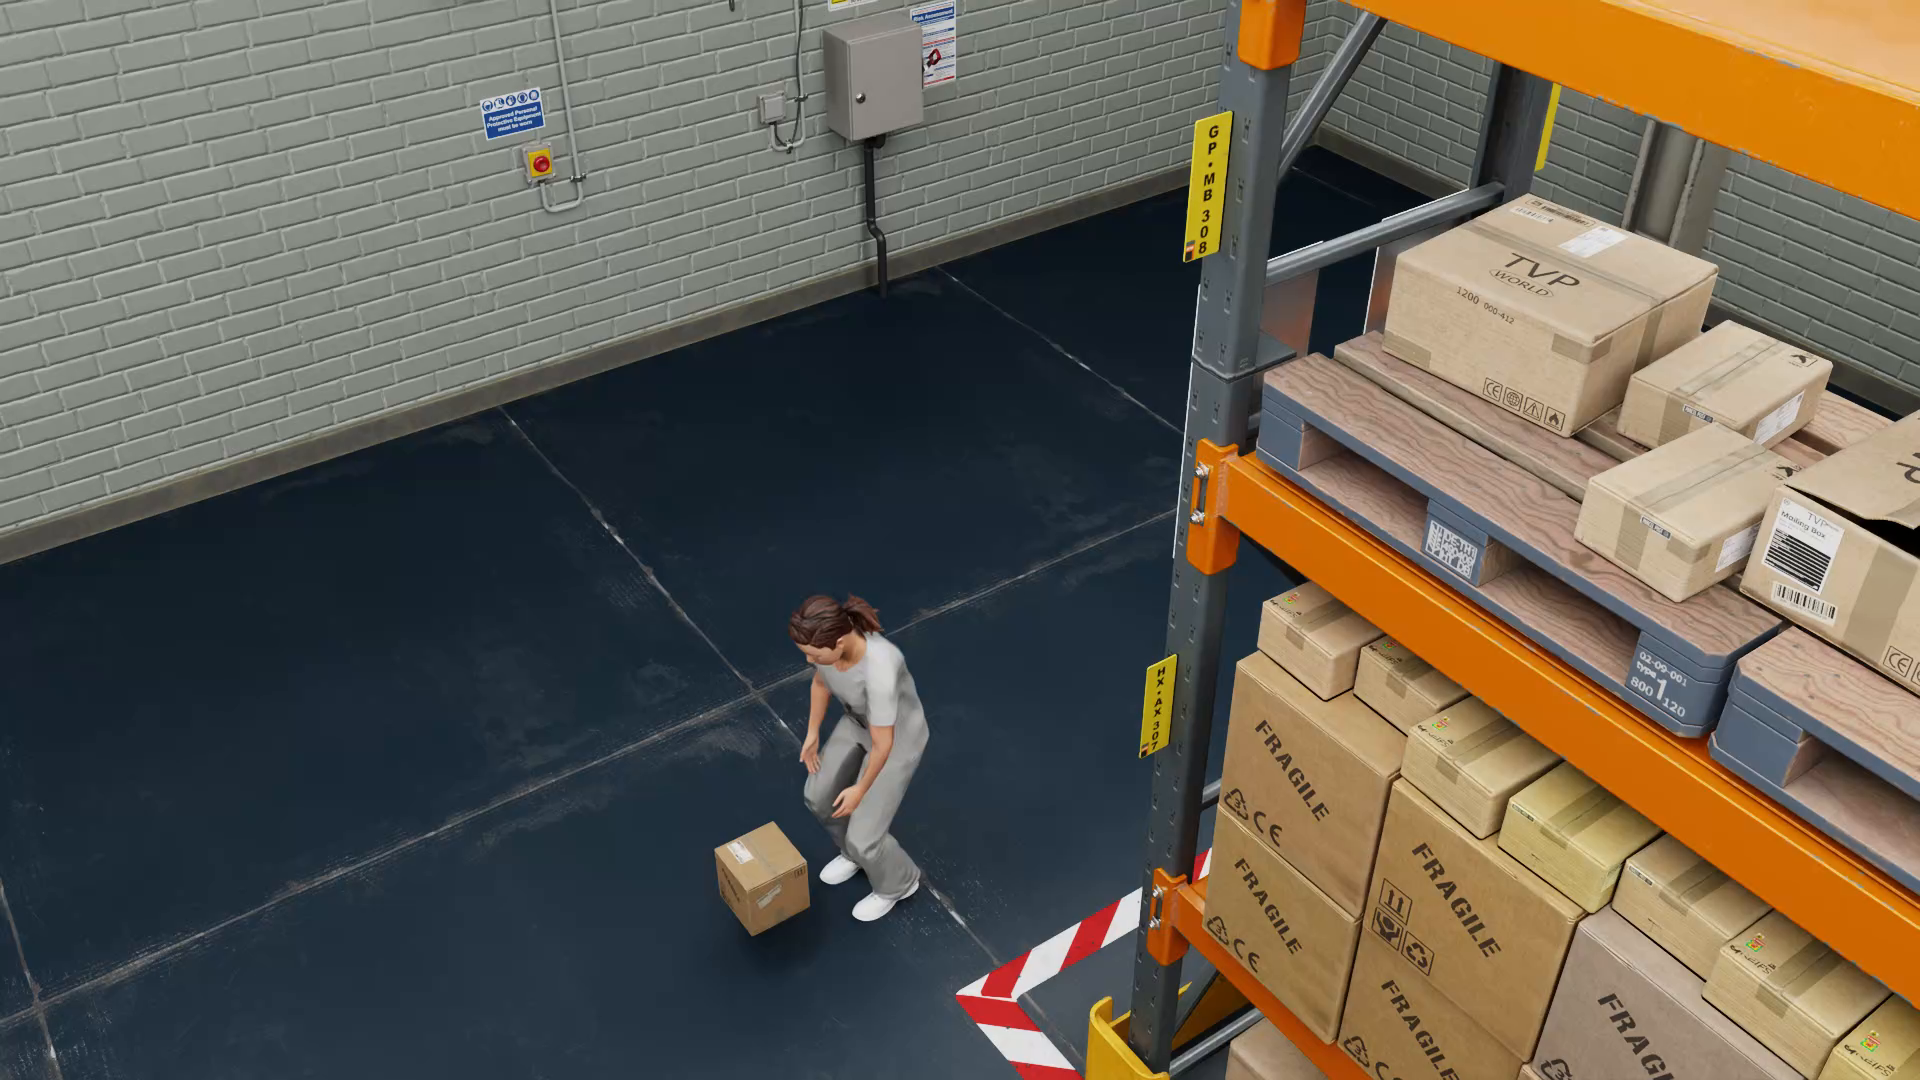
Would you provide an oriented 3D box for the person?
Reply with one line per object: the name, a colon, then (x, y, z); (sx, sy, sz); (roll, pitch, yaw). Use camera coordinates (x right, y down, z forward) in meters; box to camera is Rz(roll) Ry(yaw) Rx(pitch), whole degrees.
person: (-0.357, 0.770, 6.085); (0.510, 1.536, 0.480); (-22, 42, -27)
